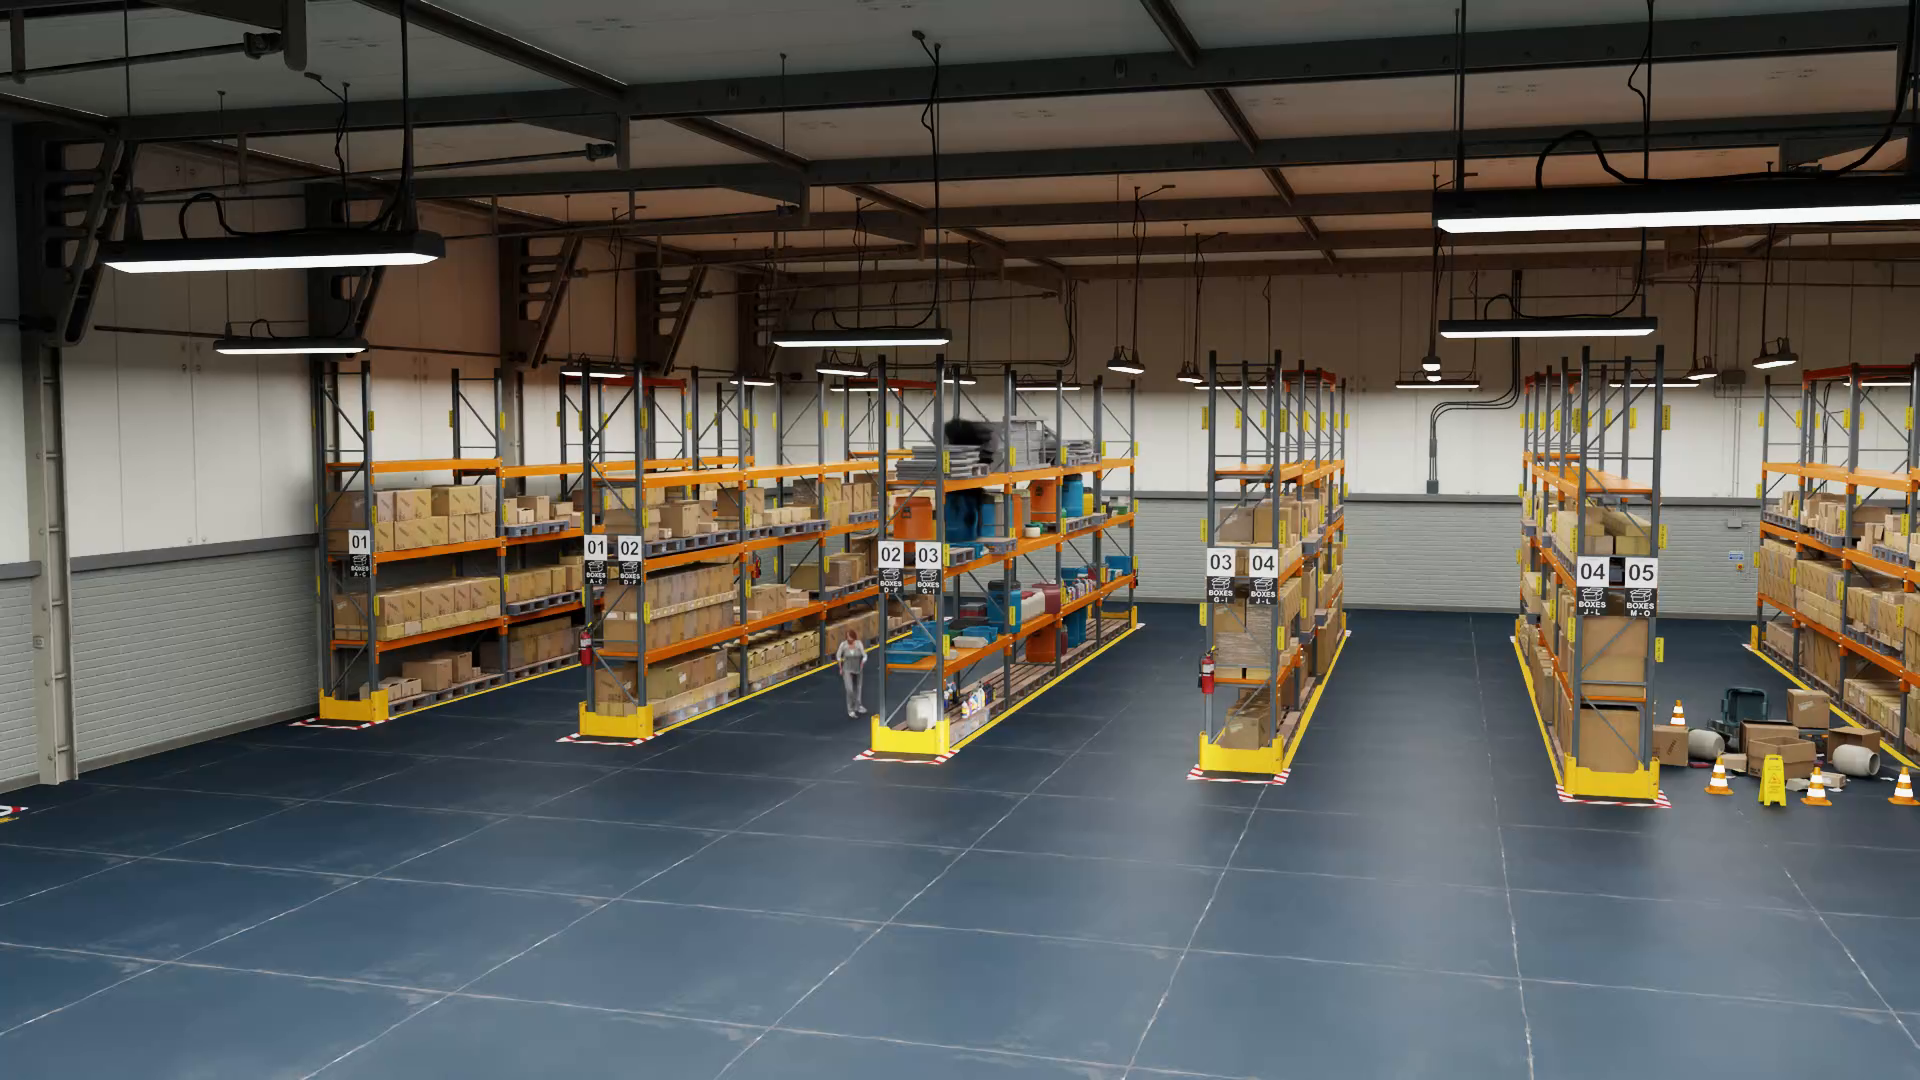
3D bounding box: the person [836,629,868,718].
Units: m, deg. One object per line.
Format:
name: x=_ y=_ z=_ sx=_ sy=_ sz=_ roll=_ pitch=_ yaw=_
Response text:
person: x=-1.798 y=2.255 z=28.174 sx=0.559 sy=1.529 sz=0.783 roll=-2 pitch=4 yaw=-20
